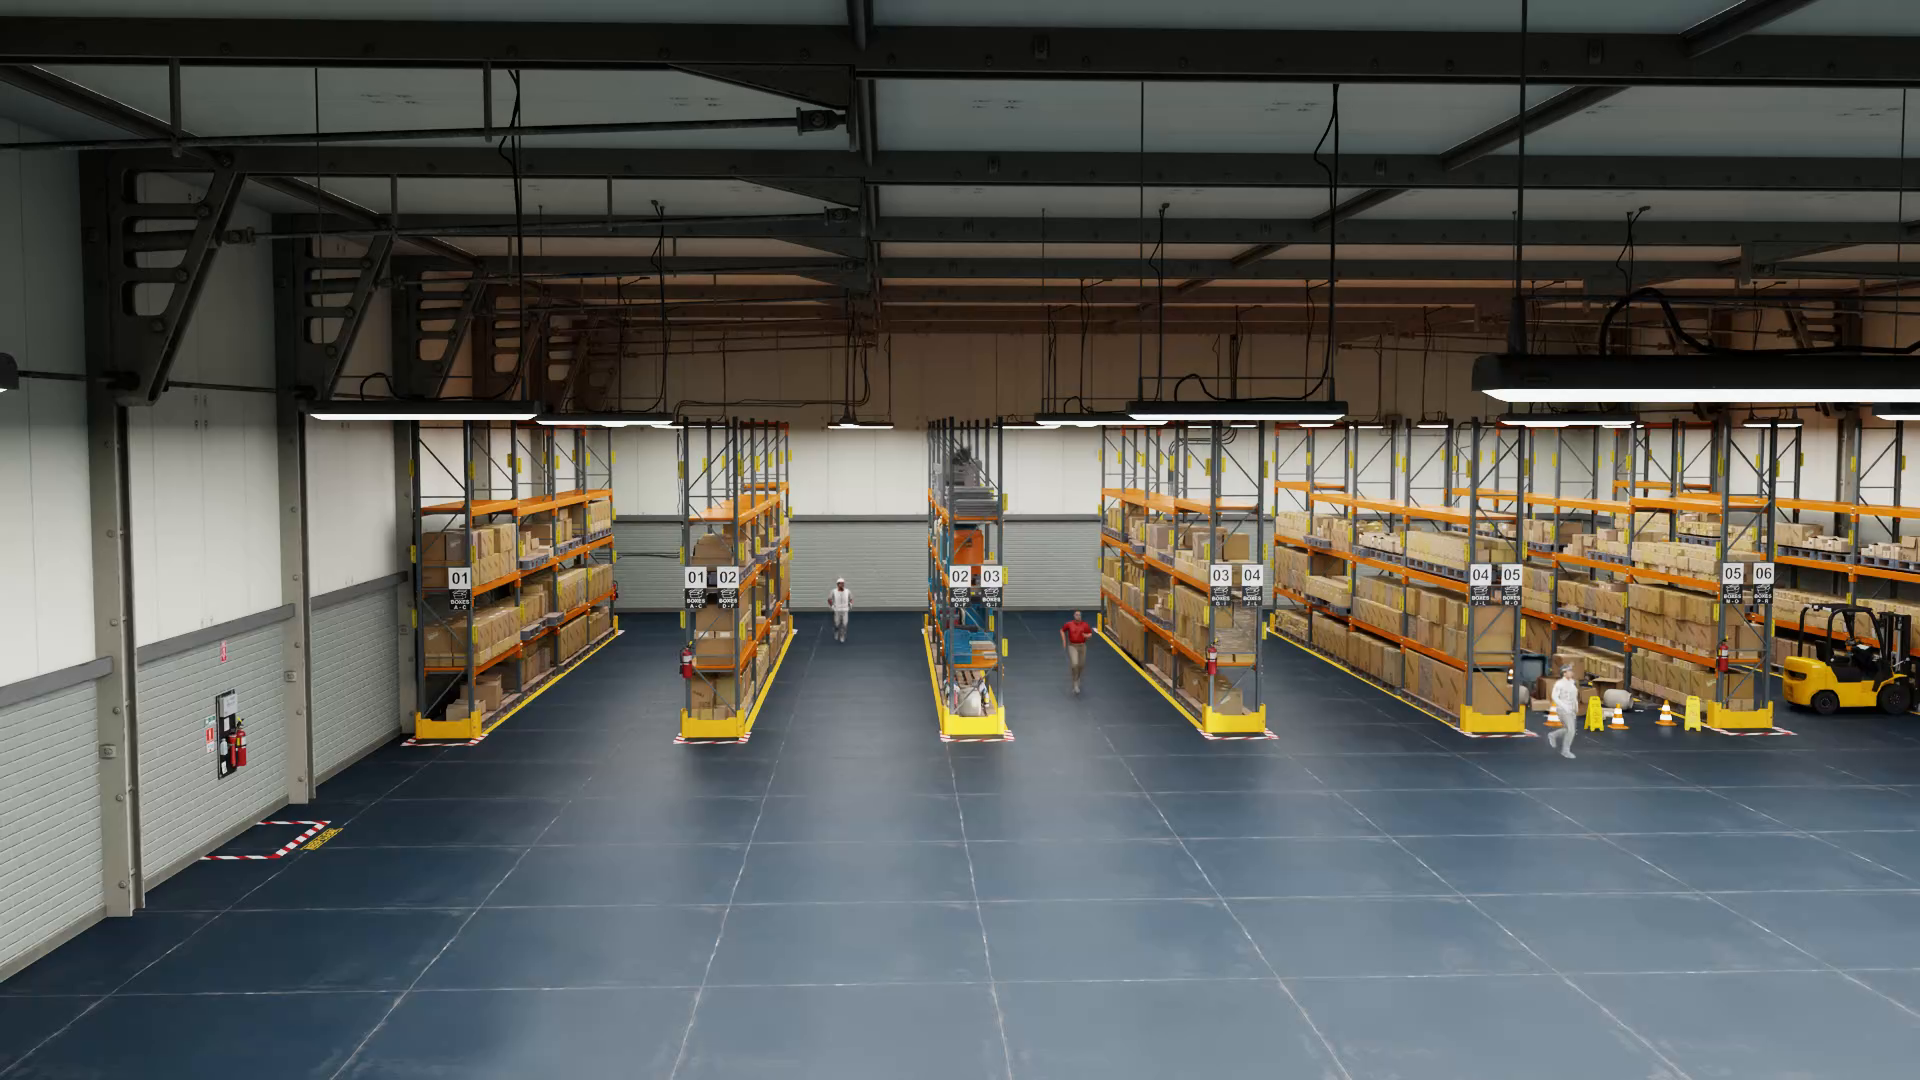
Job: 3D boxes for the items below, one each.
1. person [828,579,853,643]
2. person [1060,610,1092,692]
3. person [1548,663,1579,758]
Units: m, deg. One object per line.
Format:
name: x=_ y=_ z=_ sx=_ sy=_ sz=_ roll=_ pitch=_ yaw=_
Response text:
person: x=-3.218 y=1.916 z=45.021 sx=0.670 sy=1.731 sz=0.613 roll=-1 pitch=4 yaw=-12
person: x=2.602 y=2.450 z=36.888 sx=0.643 sy=1.782 sz=0.818 roll=-1 pitch=4 yaw=-13
person: x=10.645 y=2.989 z=29.370 sx=0.645 sy=1.656 sz=0.576 roll=-3 pitch=5 yaw=-39
